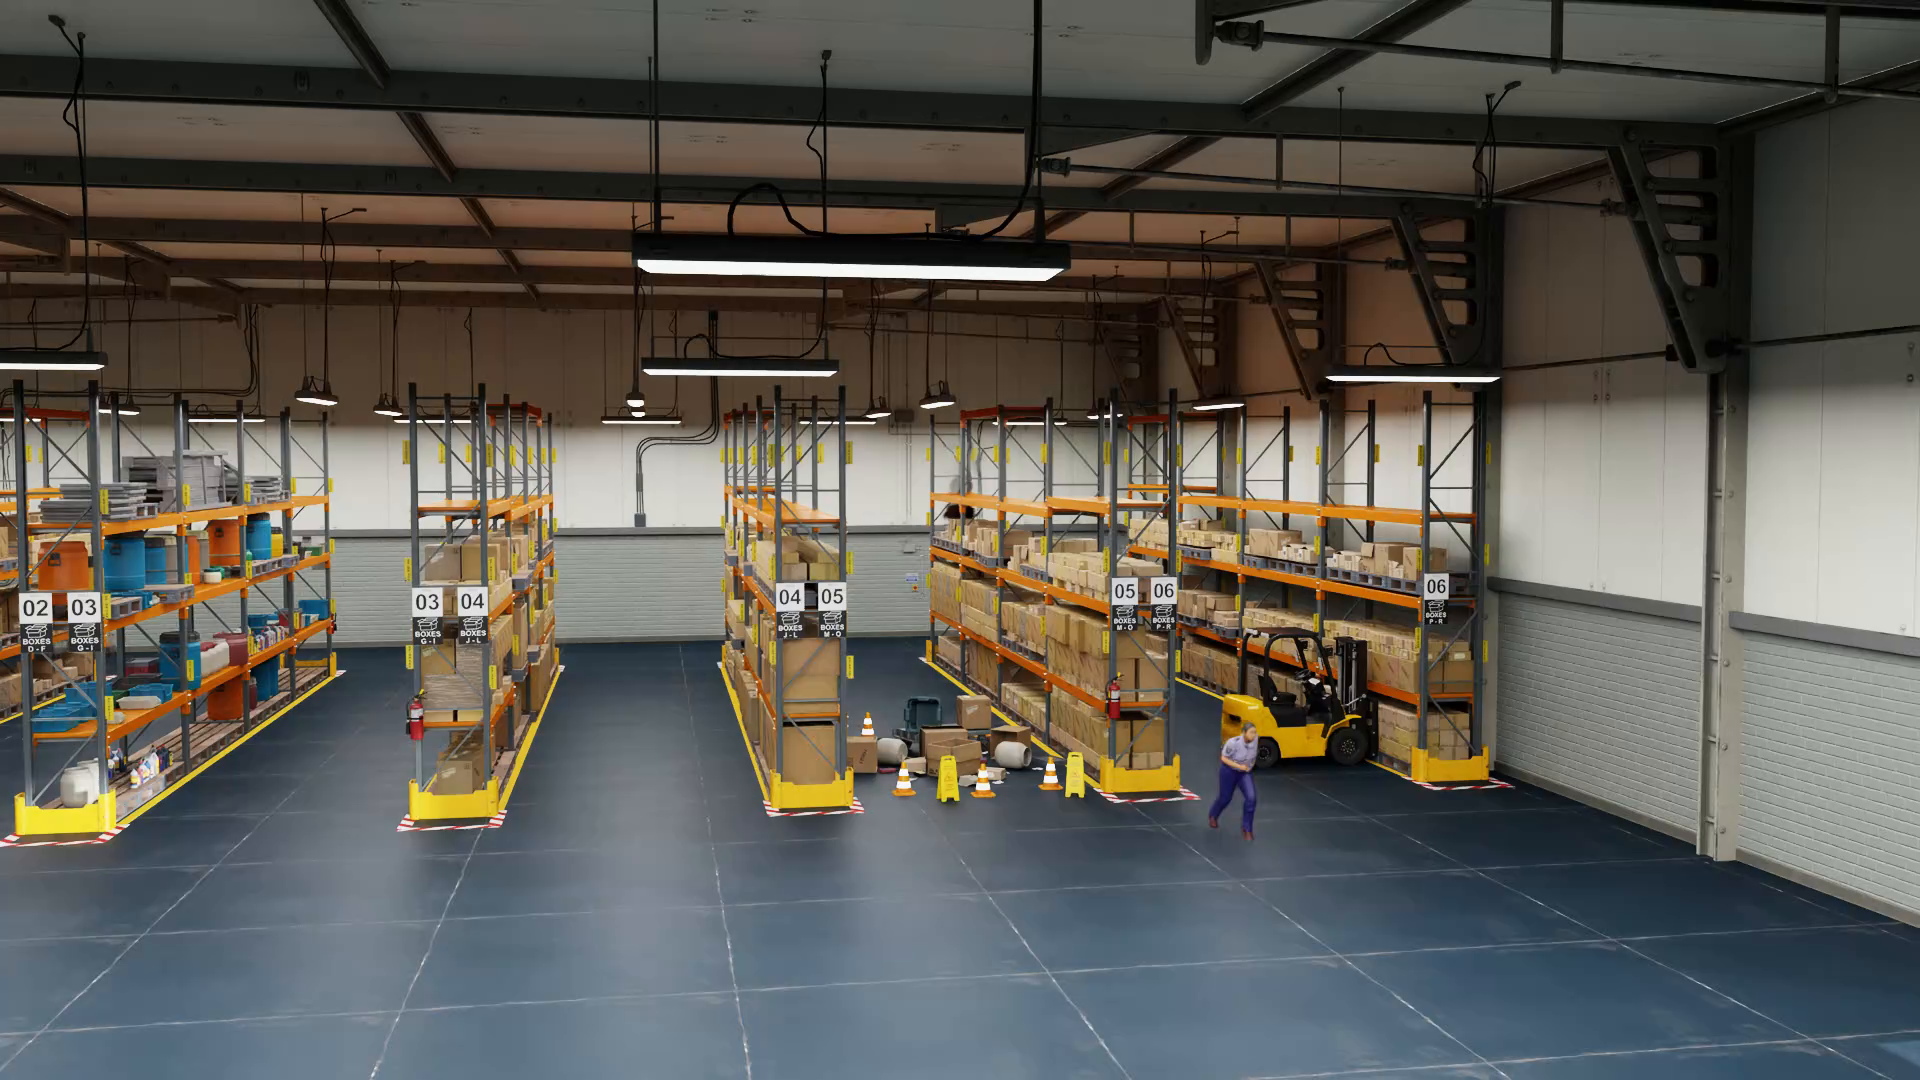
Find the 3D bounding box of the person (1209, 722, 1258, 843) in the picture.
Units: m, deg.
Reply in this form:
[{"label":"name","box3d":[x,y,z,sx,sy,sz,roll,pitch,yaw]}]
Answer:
[{"label":"person","box3d":[3.603,3.218,21.898,0.649,1.460,0.957,-1,3,-26]}]

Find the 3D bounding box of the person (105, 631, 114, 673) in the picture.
[{"label":"person","box3d":[-19.847,2.232,38.347,0.533,1.670,0.689,1,3,22]}]
